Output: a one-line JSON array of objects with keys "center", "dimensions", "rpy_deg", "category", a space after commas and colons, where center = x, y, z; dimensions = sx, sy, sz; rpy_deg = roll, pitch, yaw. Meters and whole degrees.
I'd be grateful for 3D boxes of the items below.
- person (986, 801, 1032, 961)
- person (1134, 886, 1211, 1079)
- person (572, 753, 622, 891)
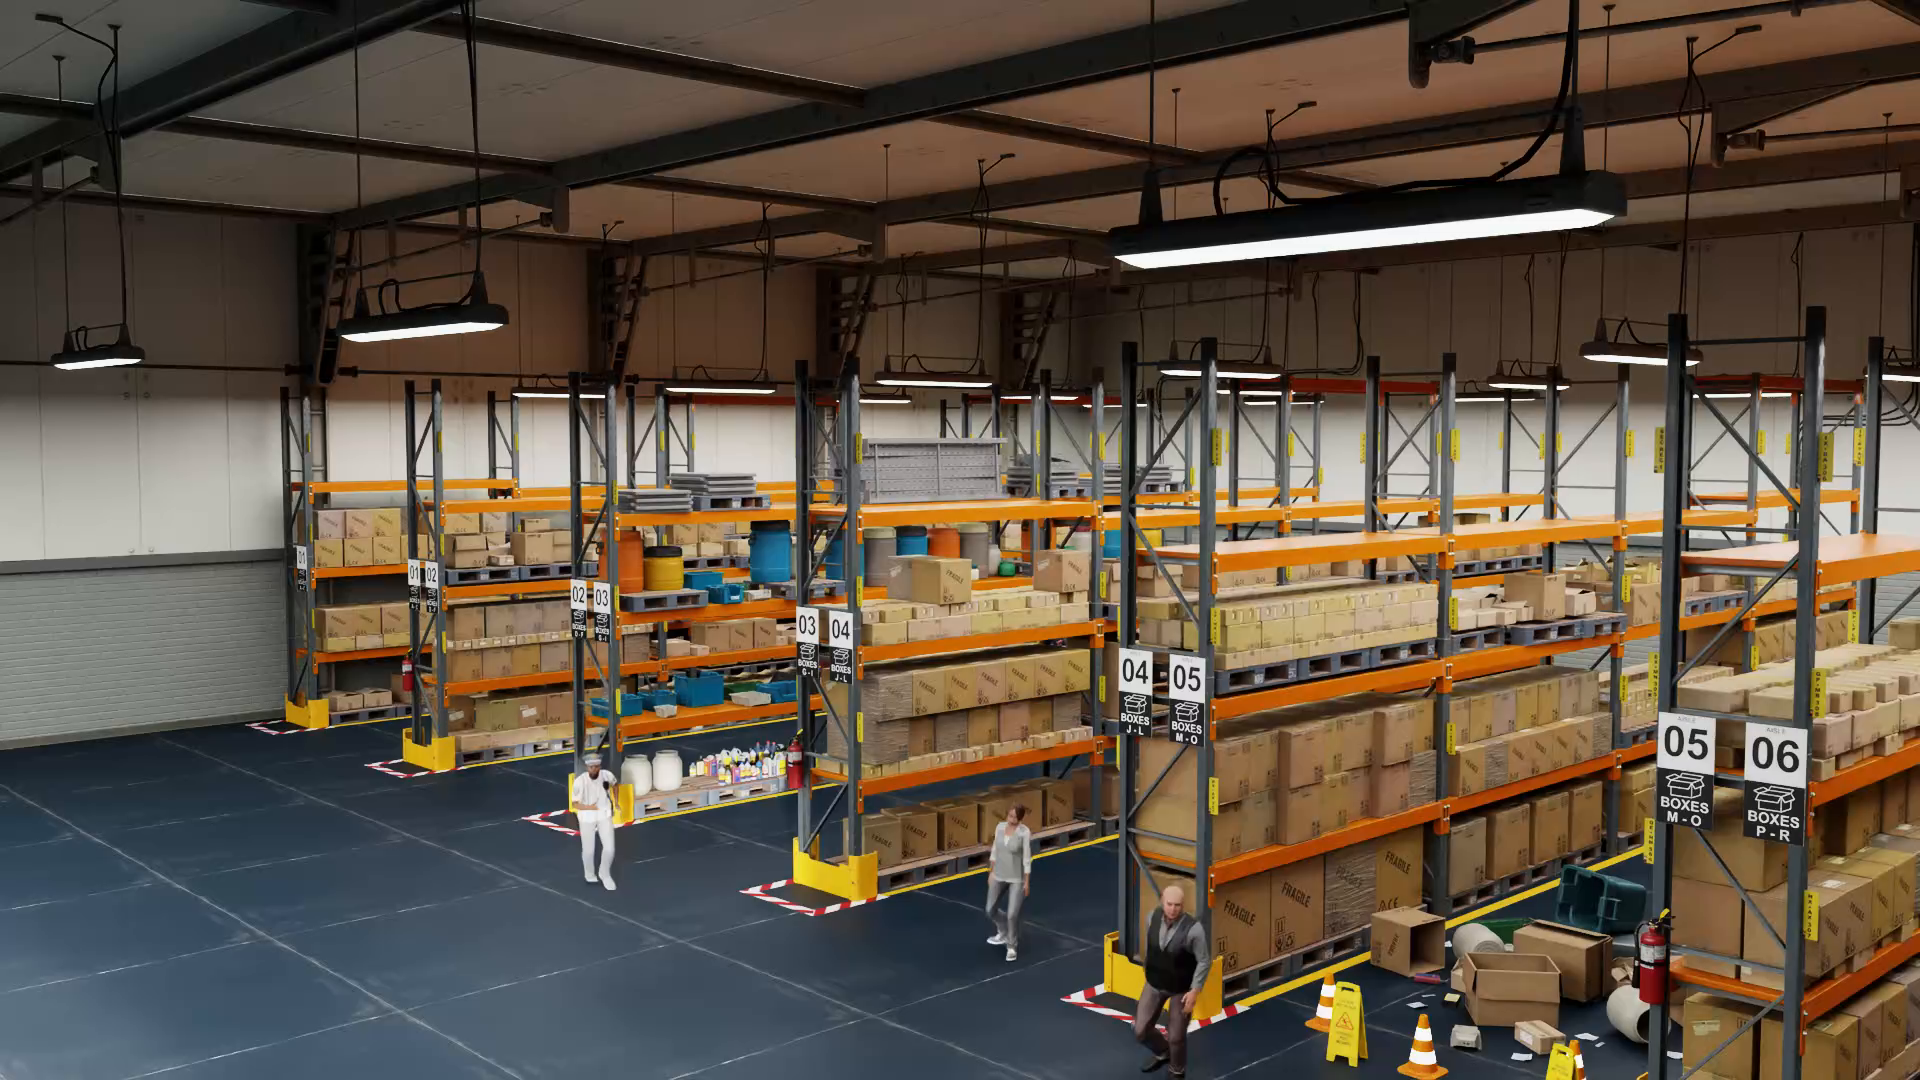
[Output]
[{"center": [0.478, 3.326, 16.374], "dimensions": [0.545, 1.577, 0.450], "rpy_deg": [2, 4, 25], "category": "person"}, {"center": [1.671, 3.501, 13.000], "dimensions": [0.655, 1.685, 0.652], "rpy_deg": [2, 4, 28], "category": "person"}, {"center": [-4.104, 3.163, 18.800], "dimensions": [0.578, 1.610, 0.916], "rpy_deg": [-1, 4, -18], "category": "person"}]
